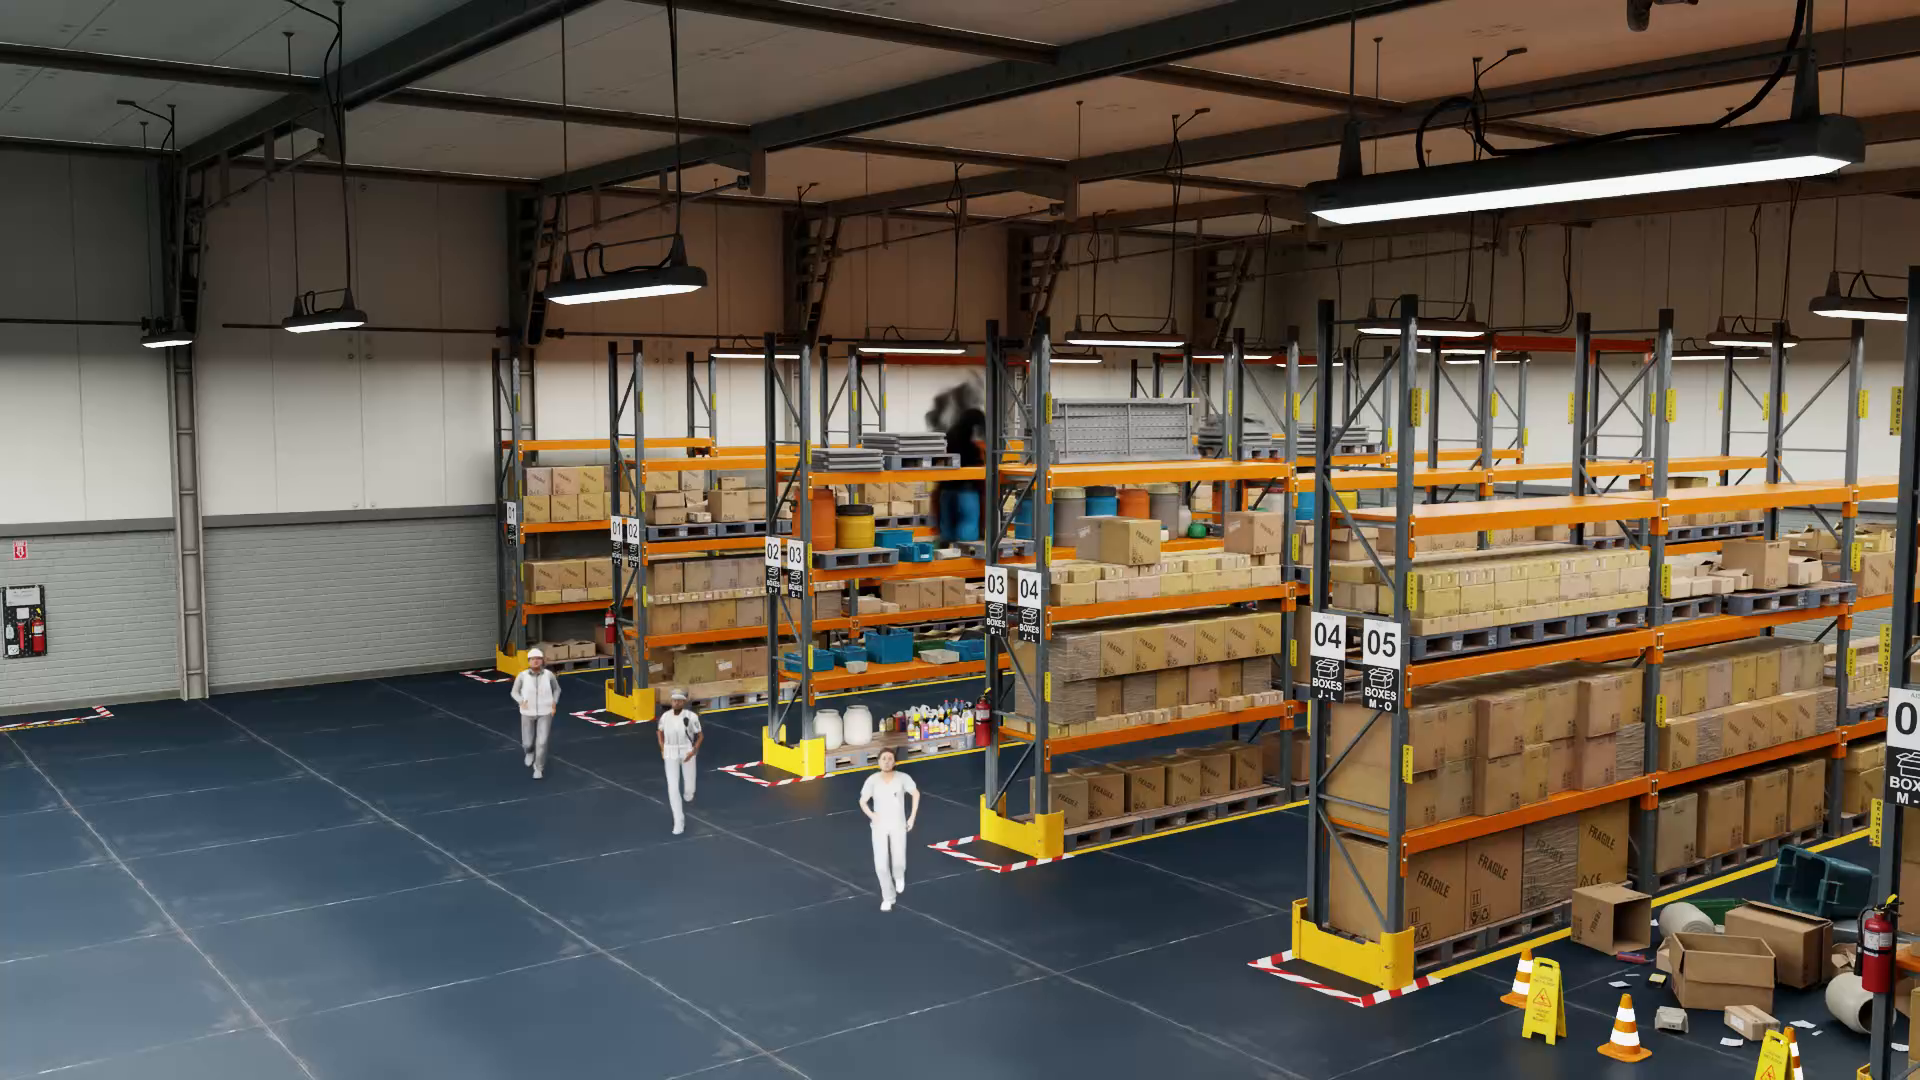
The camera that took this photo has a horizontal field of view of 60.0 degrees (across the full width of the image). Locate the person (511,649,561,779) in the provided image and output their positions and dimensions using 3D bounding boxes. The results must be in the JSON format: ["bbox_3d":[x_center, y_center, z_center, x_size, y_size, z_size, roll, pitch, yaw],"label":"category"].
[{"bbox_3d":[-5.721,2.326,22.482,0.660,1.730,0.658,-1,5,-16],"label":"person"}]

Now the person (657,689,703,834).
[{"bbox_3d":[-3.357,2.612,19.952,0.554,1.698,0.931,-1,5,-8],"label":"person"}]

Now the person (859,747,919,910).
[{"bbox_3d":[-0.712,2.891,16.677,0.601,1.636,0.578,0,5,0],"label":"person"}]

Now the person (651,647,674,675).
[{"bbox_3d":[-5.296,1.838,28.752,0.538,1.602,0.877,5,7,42],"label":"person"}]
